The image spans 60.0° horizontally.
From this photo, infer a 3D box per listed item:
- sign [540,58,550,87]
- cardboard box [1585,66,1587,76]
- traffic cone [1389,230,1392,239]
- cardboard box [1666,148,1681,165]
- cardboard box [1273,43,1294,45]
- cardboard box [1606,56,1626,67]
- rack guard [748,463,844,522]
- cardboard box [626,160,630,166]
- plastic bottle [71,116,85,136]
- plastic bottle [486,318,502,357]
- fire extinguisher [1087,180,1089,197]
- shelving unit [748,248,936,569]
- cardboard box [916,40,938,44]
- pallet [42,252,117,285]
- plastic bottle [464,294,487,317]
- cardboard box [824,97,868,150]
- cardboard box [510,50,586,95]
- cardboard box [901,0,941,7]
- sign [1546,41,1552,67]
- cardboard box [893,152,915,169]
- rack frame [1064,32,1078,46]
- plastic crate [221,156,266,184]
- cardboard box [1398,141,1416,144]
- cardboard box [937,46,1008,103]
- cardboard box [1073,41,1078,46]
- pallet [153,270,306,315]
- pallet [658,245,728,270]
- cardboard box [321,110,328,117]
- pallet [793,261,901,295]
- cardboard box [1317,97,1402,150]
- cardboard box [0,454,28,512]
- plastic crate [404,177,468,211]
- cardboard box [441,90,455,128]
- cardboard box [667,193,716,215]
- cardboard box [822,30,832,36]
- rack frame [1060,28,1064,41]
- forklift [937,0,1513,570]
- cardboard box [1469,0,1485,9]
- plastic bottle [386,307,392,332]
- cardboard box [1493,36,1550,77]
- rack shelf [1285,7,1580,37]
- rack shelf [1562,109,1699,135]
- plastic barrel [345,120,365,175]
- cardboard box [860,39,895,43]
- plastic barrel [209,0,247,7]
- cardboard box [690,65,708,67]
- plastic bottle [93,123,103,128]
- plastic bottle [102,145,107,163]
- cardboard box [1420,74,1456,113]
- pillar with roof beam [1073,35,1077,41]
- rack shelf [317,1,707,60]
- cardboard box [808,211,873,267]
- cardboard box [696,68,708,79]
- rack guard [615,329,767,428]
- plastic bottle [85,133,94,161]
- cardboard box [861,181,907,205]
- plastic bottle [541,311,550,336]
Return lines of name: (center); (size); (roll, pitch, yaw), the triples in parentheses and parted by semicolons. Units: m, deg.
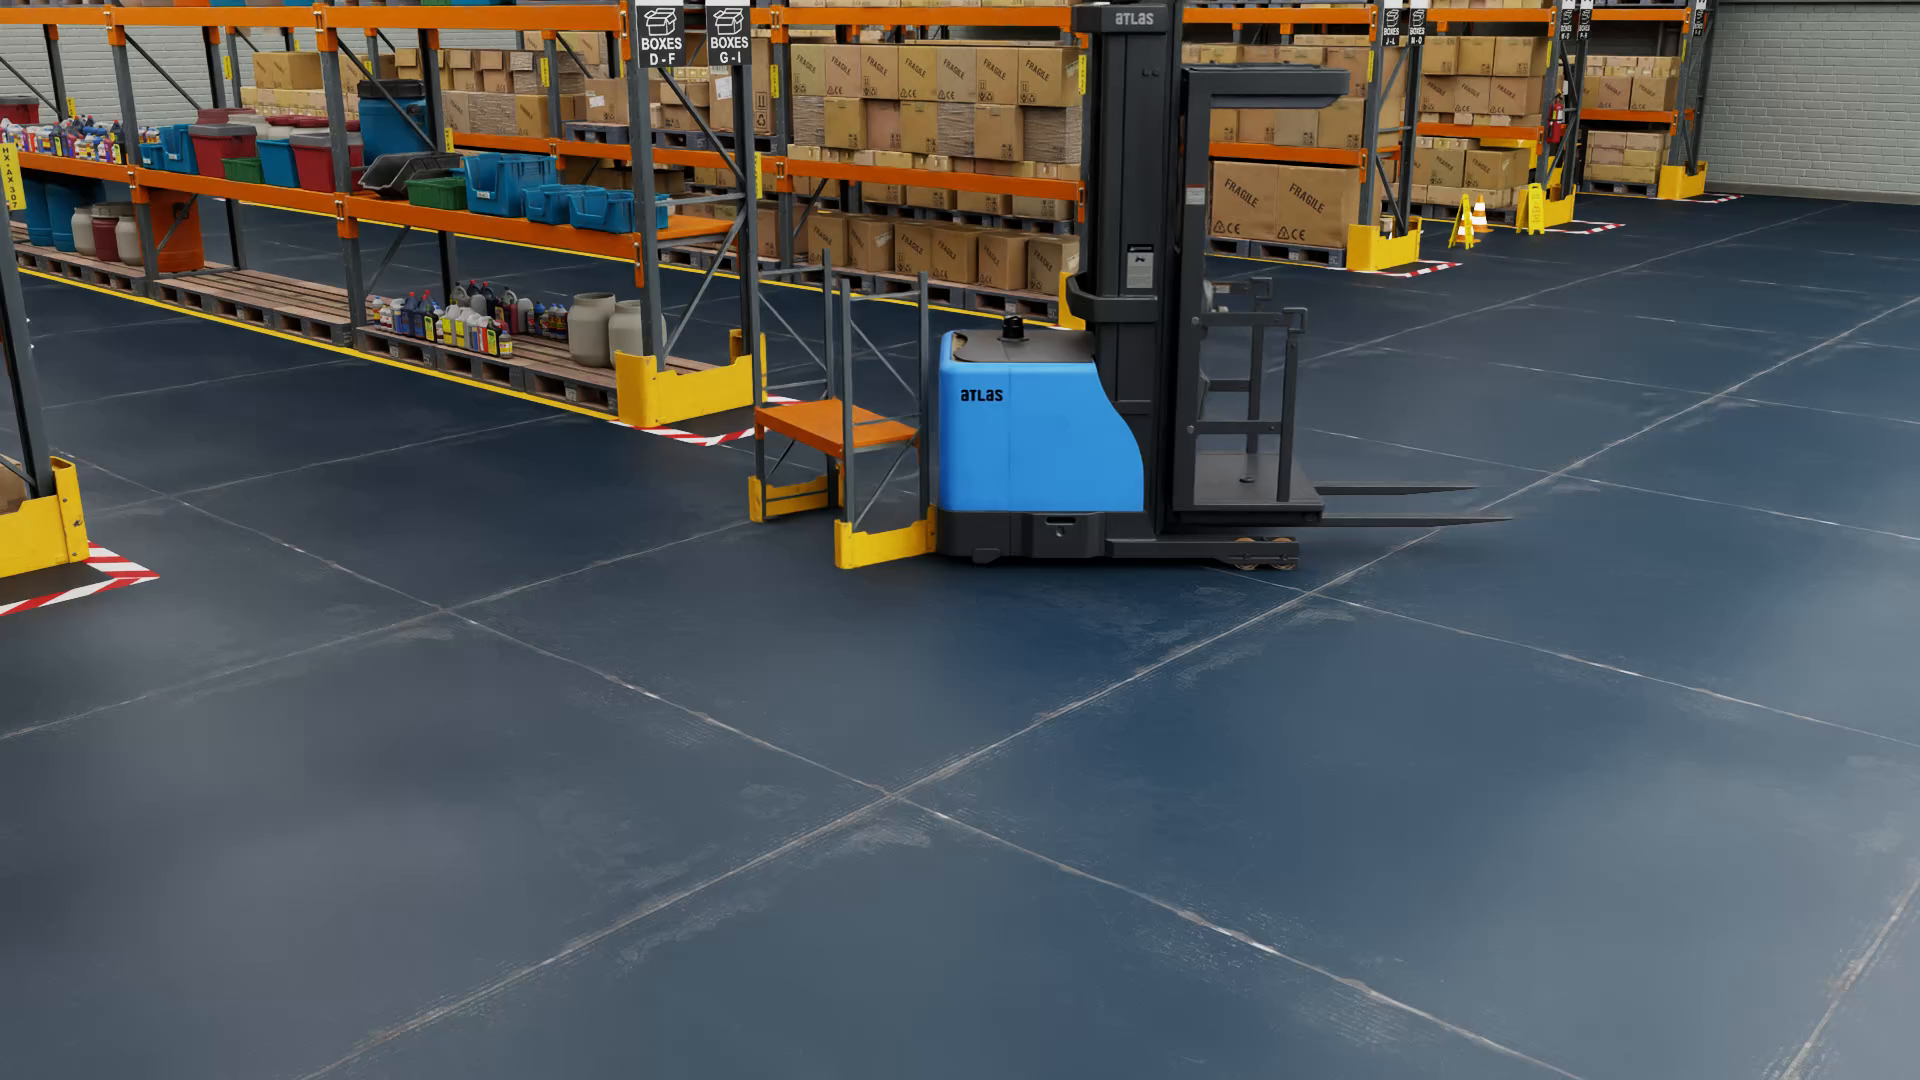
sign: (-4.897, -5.516, 19.620); (0.005, 0.325, 0.100); (15, 23, 39)
cardboard box: (9.902, -7.465, 26.438); (0.250, 0.149, 0.380); (15, 23, 40)
traffic cone: (5.366, -3.805, 20.336); (0.334, 0.463, 0.336); (15, 23, 39)
cardboard box: (11.109, -6.119, 26.460); (0.500, 0.250, 0.500); (16, 23, 40)
cardboard box: (4.922, -7.403, 25.055); (0.250, 0.149, 0.380); (15, 23, 39)
cardboard box: (10.359, -7.529, 26.147); (0.250, 0.149, 0.380); (15, 23, 40)
rack guard: (-0.937, -0.275, 9.566); (0.587, 0.250, 0.087); (-11, 21, -32)
cardboard box: (-5.350, -6.191, 27.187); (0.250, 0.149, 0.380); (16, 23, 41)
plastic bottle: (-9.863, -4.569, 18.632); (0.185, 0.351, 0.144); (15, 23, 39)
plastic bottle: (-3.599, -1.568, 12.856); (0.133, 0.283, 0.061); (16, 23, 41)
fire extinguisher: (1.233, -3.320, 14.743); (0.183, 0.674, 0.296); (15, 23, 39)
shelving unit: (-0.663, -0.745, 8.980); (0.587, 1.500, 1.083); (-11, 21, -32)
cardboard box: (-0.407, -8.411, 28.837); (0.500, 0.500, 0.500); (15, 23, 39)
pallet: (-9.344, -3.035, 18.325); (1.213, 0.211, 1.003); (15, 23, 39)
plastic bottle: (-4.089, -1.937, 14.032); (0.135, 0.276, 0.152); (15, 23, 39)
cardboard box: (-0.893, -4.264, 16.932); (0.500, 0.500, 0.875); (15, 23, 39)
cardboard box: (-5.067, -5.767, 20.501); (0.637, 0.503, 0.797); (16, 24, 41)
cardboard box: (-0.209, -5.186, 15.783); (0.500, 0.250, 0.500); (15, 23, 38)
sign: (7.647, -6.307, 21.591); (0.005, 0.325, 0.100); (15, 23, 39)
cardboard box: (-0.447, -3.758, 16.411); (0.250, 0.149, 0.380); (15, 23, 39)
rack frame: (2.047, -7.333, 27.258); (0.127, 3.000, 1.000); (15, 23, 39)
plastic crate: (-6.316, -3.352, 15.064); (0.662, 0.188, 0.450); (15, 23, 39)
cardboard box: (6.424, -5.515, 24.141); (0.500, 0.500, 0.500); (17, 24, 42)
cardboard box: (0.127, -4.405, 15.723); (0.500, 0.500, 0.500); (15, 23, 39)
cardboard box: (1.841, -8.011, 27.578); (0.500, 0.500, 0.500); (14, 22, 37)
pallet: (-7.265, -2.477, 16.566); (1.213, 0.211, 1.003); (15, 23, 39)
pallet: (-3.039, -3.359, 19.348); (1.213, 0.211, 1.003); (15, 23, 39)
cardboard box: (-8.738, -5.968, 23.372); (0.250, 0.149, 0.380); (16, 23, 40)
pallet: (-1.013, -2.832, 17.685); (1.213, 0.211, 1.003); (15, 23, 39)
cardboard box: (4.513, -4.722, 18.784); (0.550, 0.550, 0.875); (15, 23, 39)
cardboard box: (-5.379, -0.291, 8.922); (0.500, 0.250, 0.500); (15, 23, 39)
plastic crate: (-3.998, -2.729, 13.104); (0.662, 0.188, 0.450); (15, 23, 39)
cardboard box: (-6.594, -5.591, 21.605); (0.500, 0.500, 0.500); (14, 23, 38)
cardboard box: (-3.164, -3.758, 19.400); (0.700, 0.500, 0.500); (-16, 24, -41)
cardboard box: (-2.300, -9.230, 30.346); (0.250, 0.149, 0.380); (14, 23, 38)
rack frame: (2.347, -9.260, 33.330); (0.127, 3.000, 1.000); (15, 23, 39)
forklift: (1.397, -1.402, 8.684); (3.031, 2.935, 1.130); (0, 18, 0)
cardboard box: (7.049, -7.214, 22.342); (0.250, 0.149, 0.380); (15, 23, 40)
plastic bottle: (-4.727, -1.839, 13.846); (0.097, 0.201, 0.097); (0, 18, 0)
cardboard box: (7.504, -6.446, 22.153); (0.500, 0.500, 0.700); (14, 23, 38)
rack shelf: (6.535, -7.215, 23.117); (4.000, 0.370, 1.077); (15, 23, 39)
rack shelf: (9.827, -6.909, 27.112); (4.000, 0.370, 1.077); (15, 23, 39)
plastic barrel: (-5.396, -3.473, 14.873); (0.433, 0.535, 0.433); (0, 18, 0)
cardboard box: (-1.481, -8.692, 29.724); (0.500, 0.500, 0.500); (15, 23, 39)
plastic barrel: (-6.329, -5.151, 14.597); (0.708, 0.901, 0.600); (15, 23, 39)
cardboard box: (-4.358, -7.342, 26.629); (0.500, 0.500, 0.500); (15, 23, 38)
plastic bottle: (-9.650, -4.533, 18.643); (0.135, 0.276, 0.152); (15, 23, 39)
plastic bottle: (-8.651, -3.934, 16.876); (0.097, 0.201, 0.097); (0, 18, 0)
cardboard box: (6.699, -6.165, 22.923); (0.500, 0.500, 0.500); (15, 23, 39)
pillar with roof beam: (-0.433, -11.489, 30.436); (0.400, 9.000, 9.100); (15, 23, 39)
rack shelf: (-3.331, -3.852, 12.521); (4.000, 0.370, 1.077); (15, 23, 39)
cardboard box: (-1.266, -3.207, 17.696); (0.500, 0.500, 0.500); (14, 22, 38)
cardboard box: (-3.763, -7.070, 25.167); (0.250, 0.149, 0.380); (15, 23, 40)
rack guard: (-1.923, -1.177, 11.994); (0.348, 0.500, 1.175); (15, 23, 39)
plastic bottle: (-8.942, -4.045, 17.112); (0.097, 0.271, 0.097); (0, 18, 0)
cardboard box: (-0.767, -5.178, 23.493); (0.750, 0.750, 1.050); (15, 23, 39)
plastic bottle: (-3.389, -1.783, 13.670); (0.097, 0.201, 0.097); (0, 18, 0)
